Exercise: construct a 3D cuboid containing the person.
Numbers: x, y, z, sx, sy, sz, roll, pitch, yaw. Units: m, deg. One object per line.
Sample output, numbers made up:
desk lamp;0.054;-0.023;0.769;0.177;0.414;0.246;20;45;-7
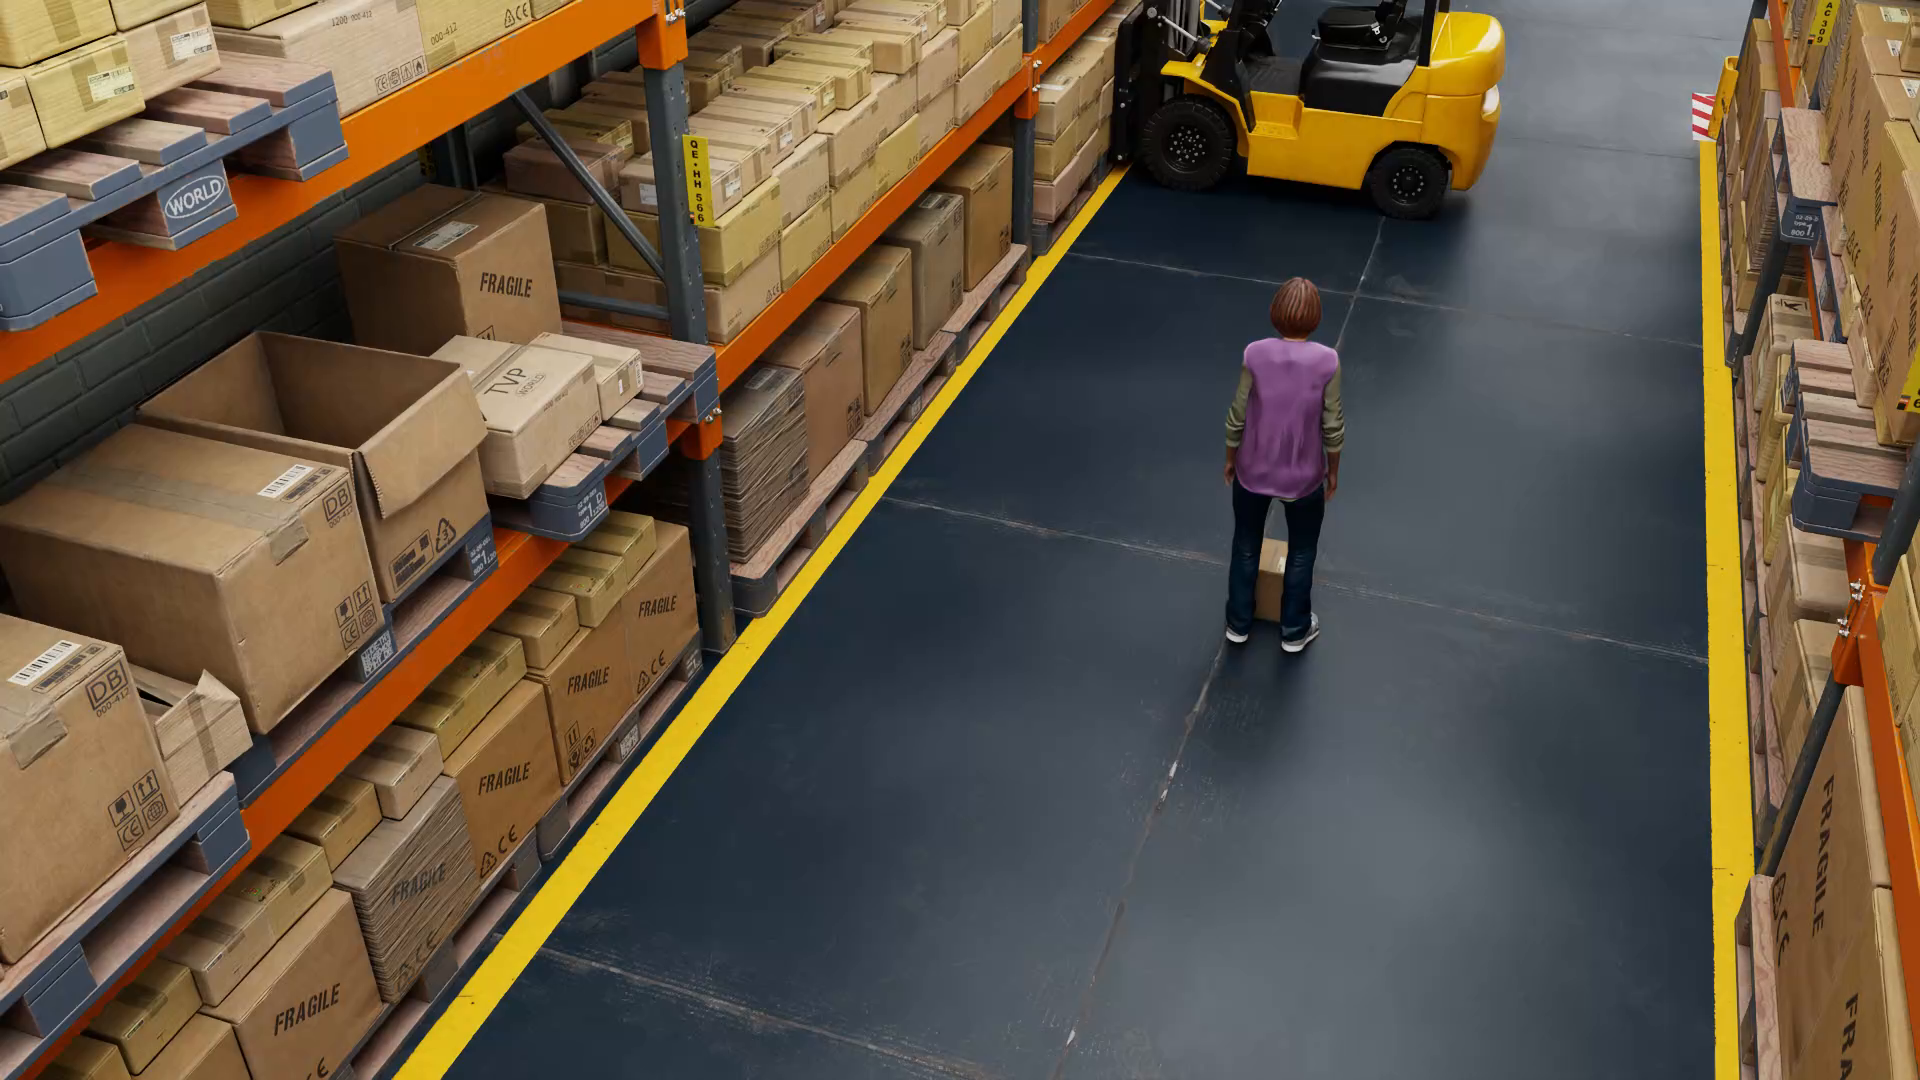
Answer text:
person;1.261;-0.261;6.544;0.467;1.590;0.346;10;35;14
